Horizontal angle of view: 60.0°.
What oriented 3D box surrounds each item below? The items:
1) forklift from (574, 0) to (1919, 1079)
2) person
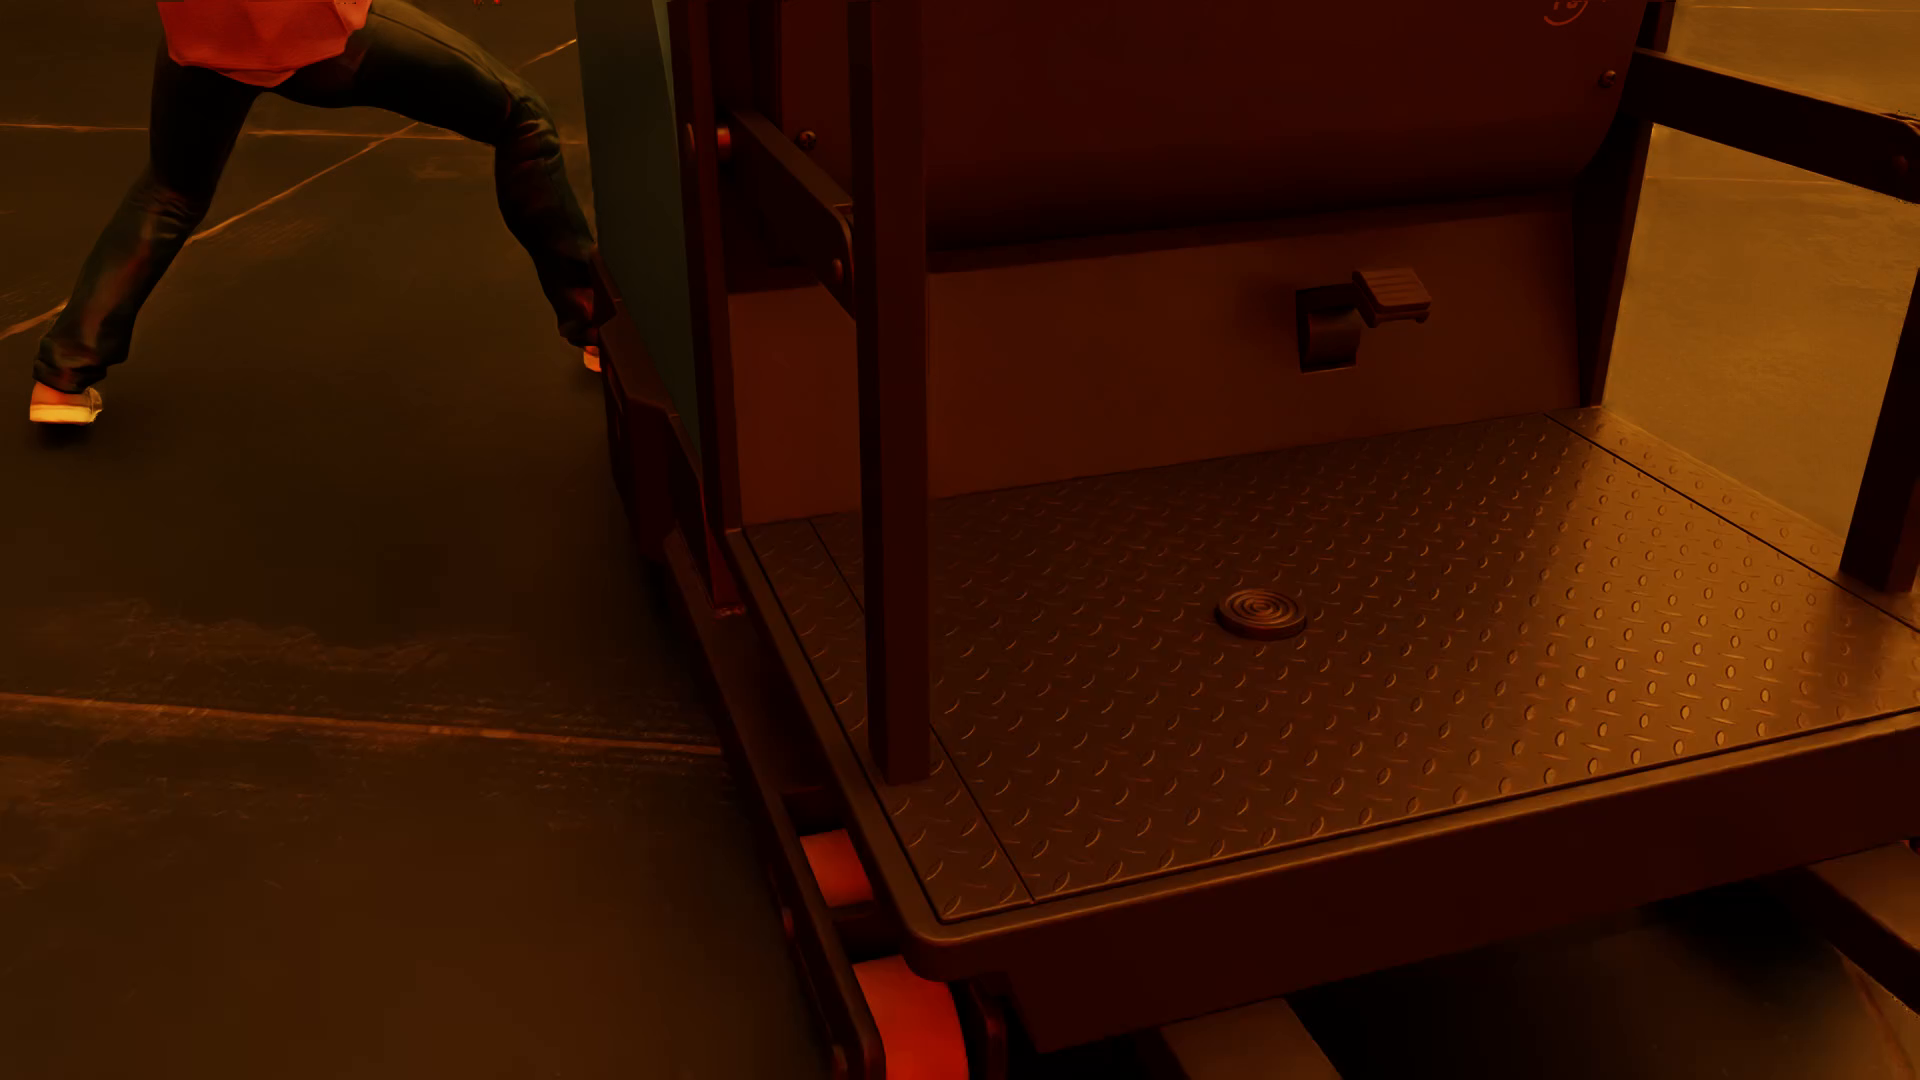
[{"bbox_3d":[0.334,-0.991,1.203,1.130,2.935,3.031,-9,28,-17],"label":"forklift"},{"bbox_3d":[-1.101,-0.909,2.760,0.901,1.446,0.884,10,28,20],"label":"person"}]
